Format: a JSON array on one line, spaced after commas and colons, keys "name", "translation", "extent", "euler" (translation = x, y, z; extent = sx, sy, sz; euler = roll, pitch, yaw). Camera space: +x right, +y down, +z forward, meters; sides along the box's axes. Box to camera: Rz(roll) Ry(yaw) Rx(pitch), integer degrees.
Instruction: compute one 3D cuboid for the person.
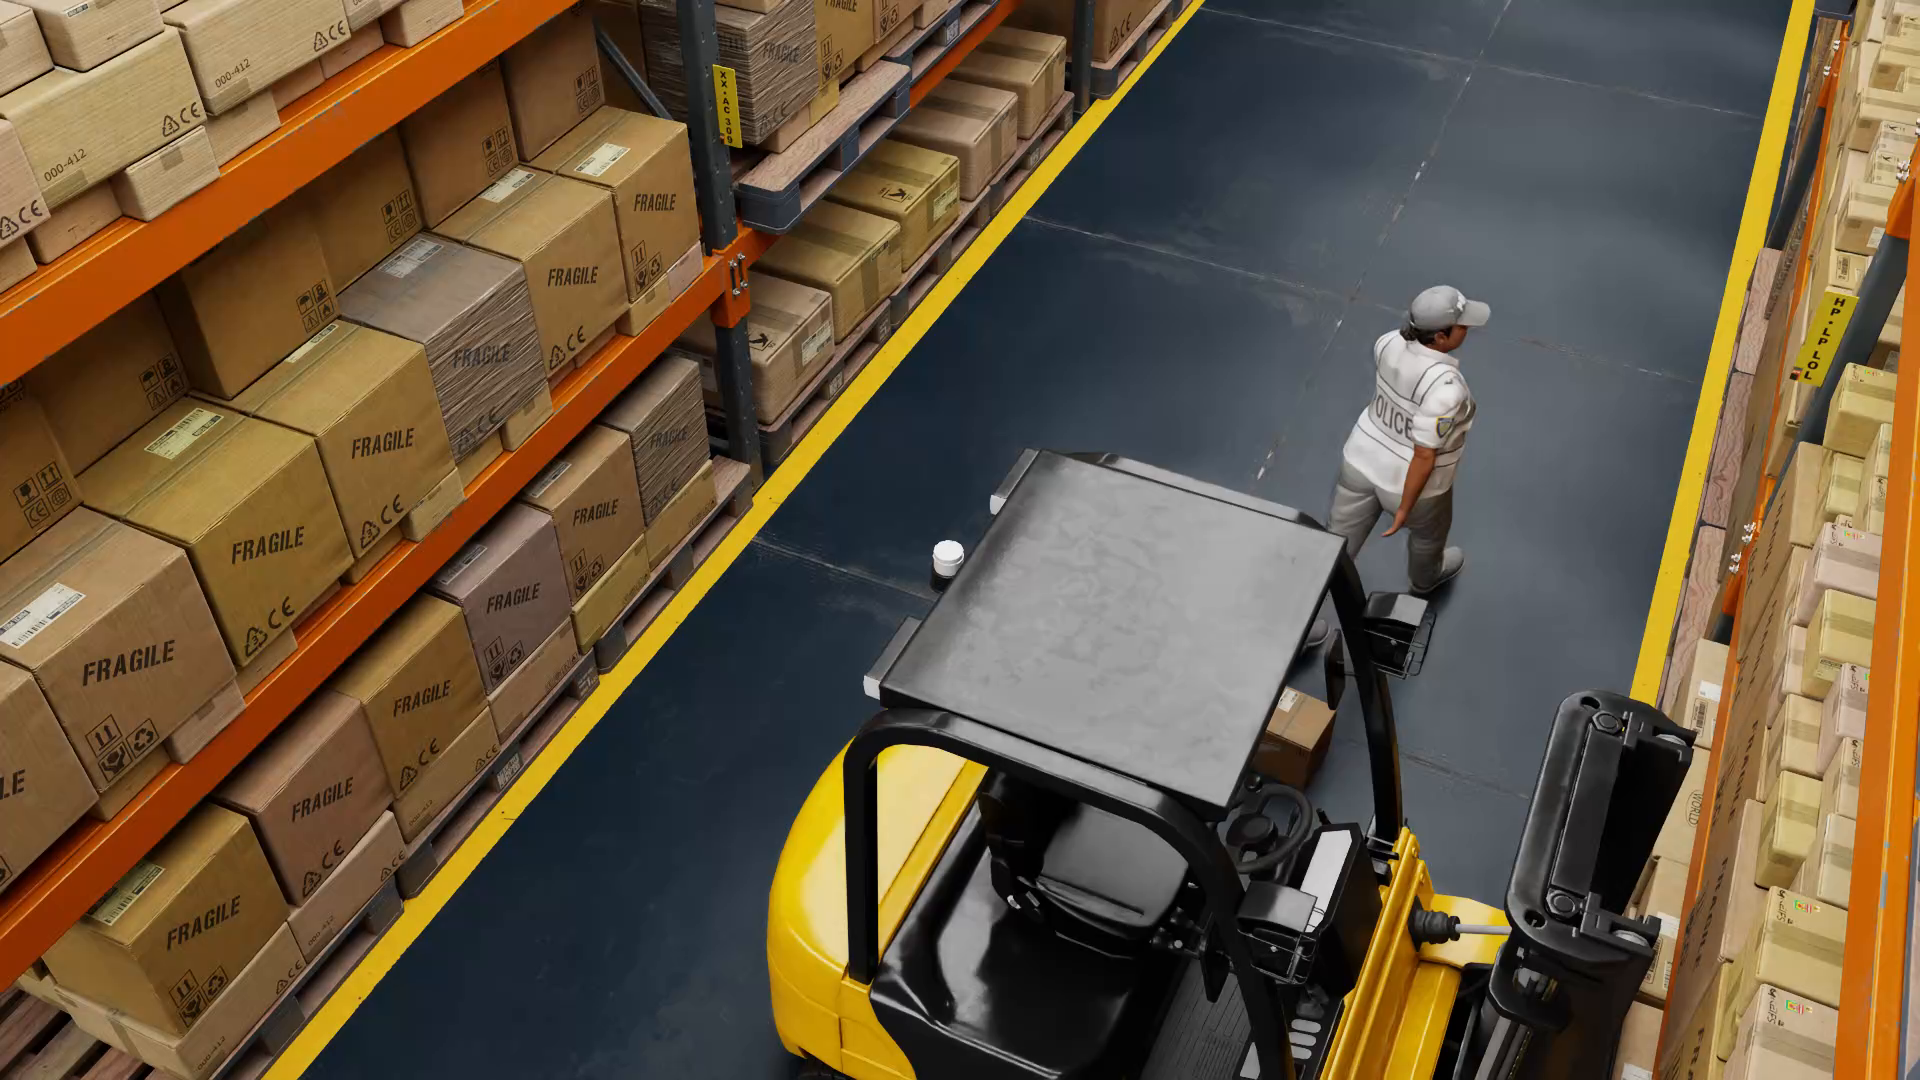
[{"name": "person", "translation": [1.719, -0.292, 6.491], "extent": [1.078, 1.597, 0.459], "euler": [-28, 49, -27]}]
